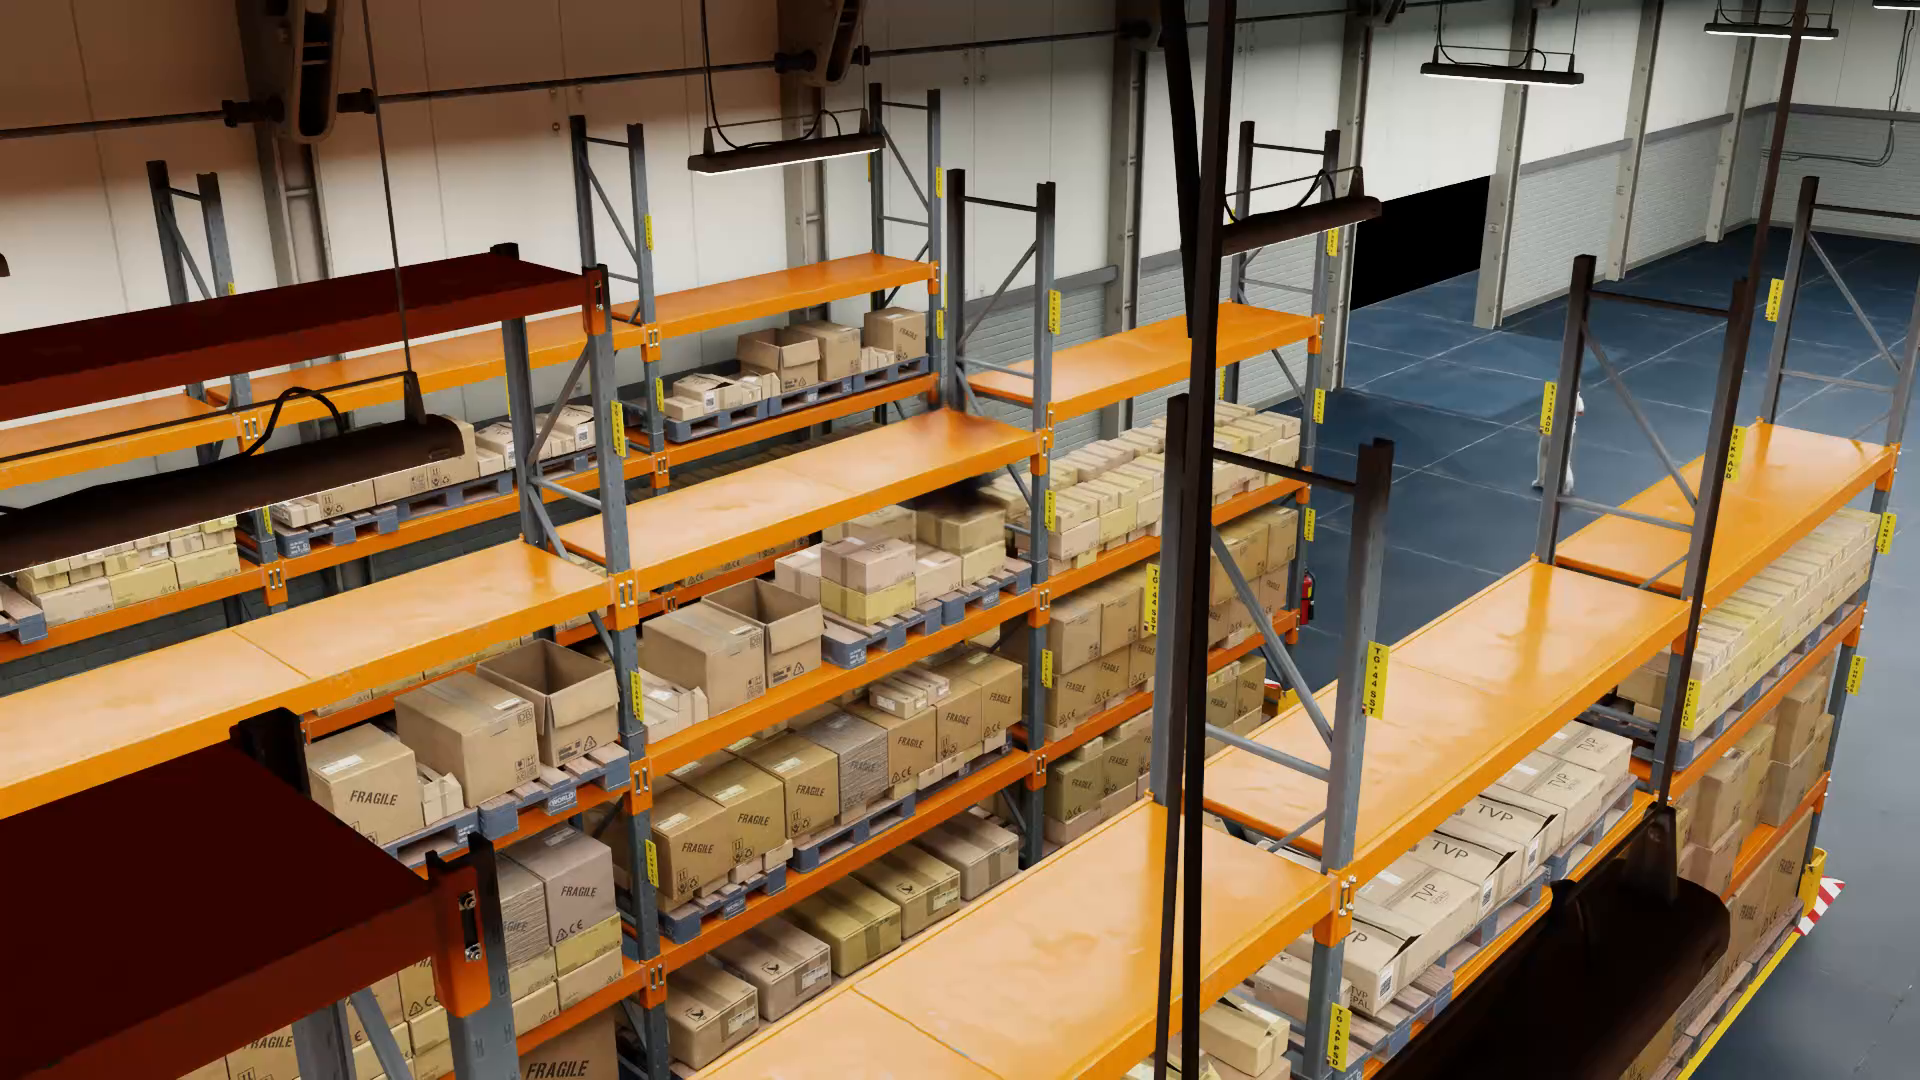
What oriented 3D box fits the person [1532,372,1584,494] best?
[{"bbox_3d":[8.445,-1.501,23.458,0.663,1.789,0.902,-2,21,-6],"label":"person"}]
